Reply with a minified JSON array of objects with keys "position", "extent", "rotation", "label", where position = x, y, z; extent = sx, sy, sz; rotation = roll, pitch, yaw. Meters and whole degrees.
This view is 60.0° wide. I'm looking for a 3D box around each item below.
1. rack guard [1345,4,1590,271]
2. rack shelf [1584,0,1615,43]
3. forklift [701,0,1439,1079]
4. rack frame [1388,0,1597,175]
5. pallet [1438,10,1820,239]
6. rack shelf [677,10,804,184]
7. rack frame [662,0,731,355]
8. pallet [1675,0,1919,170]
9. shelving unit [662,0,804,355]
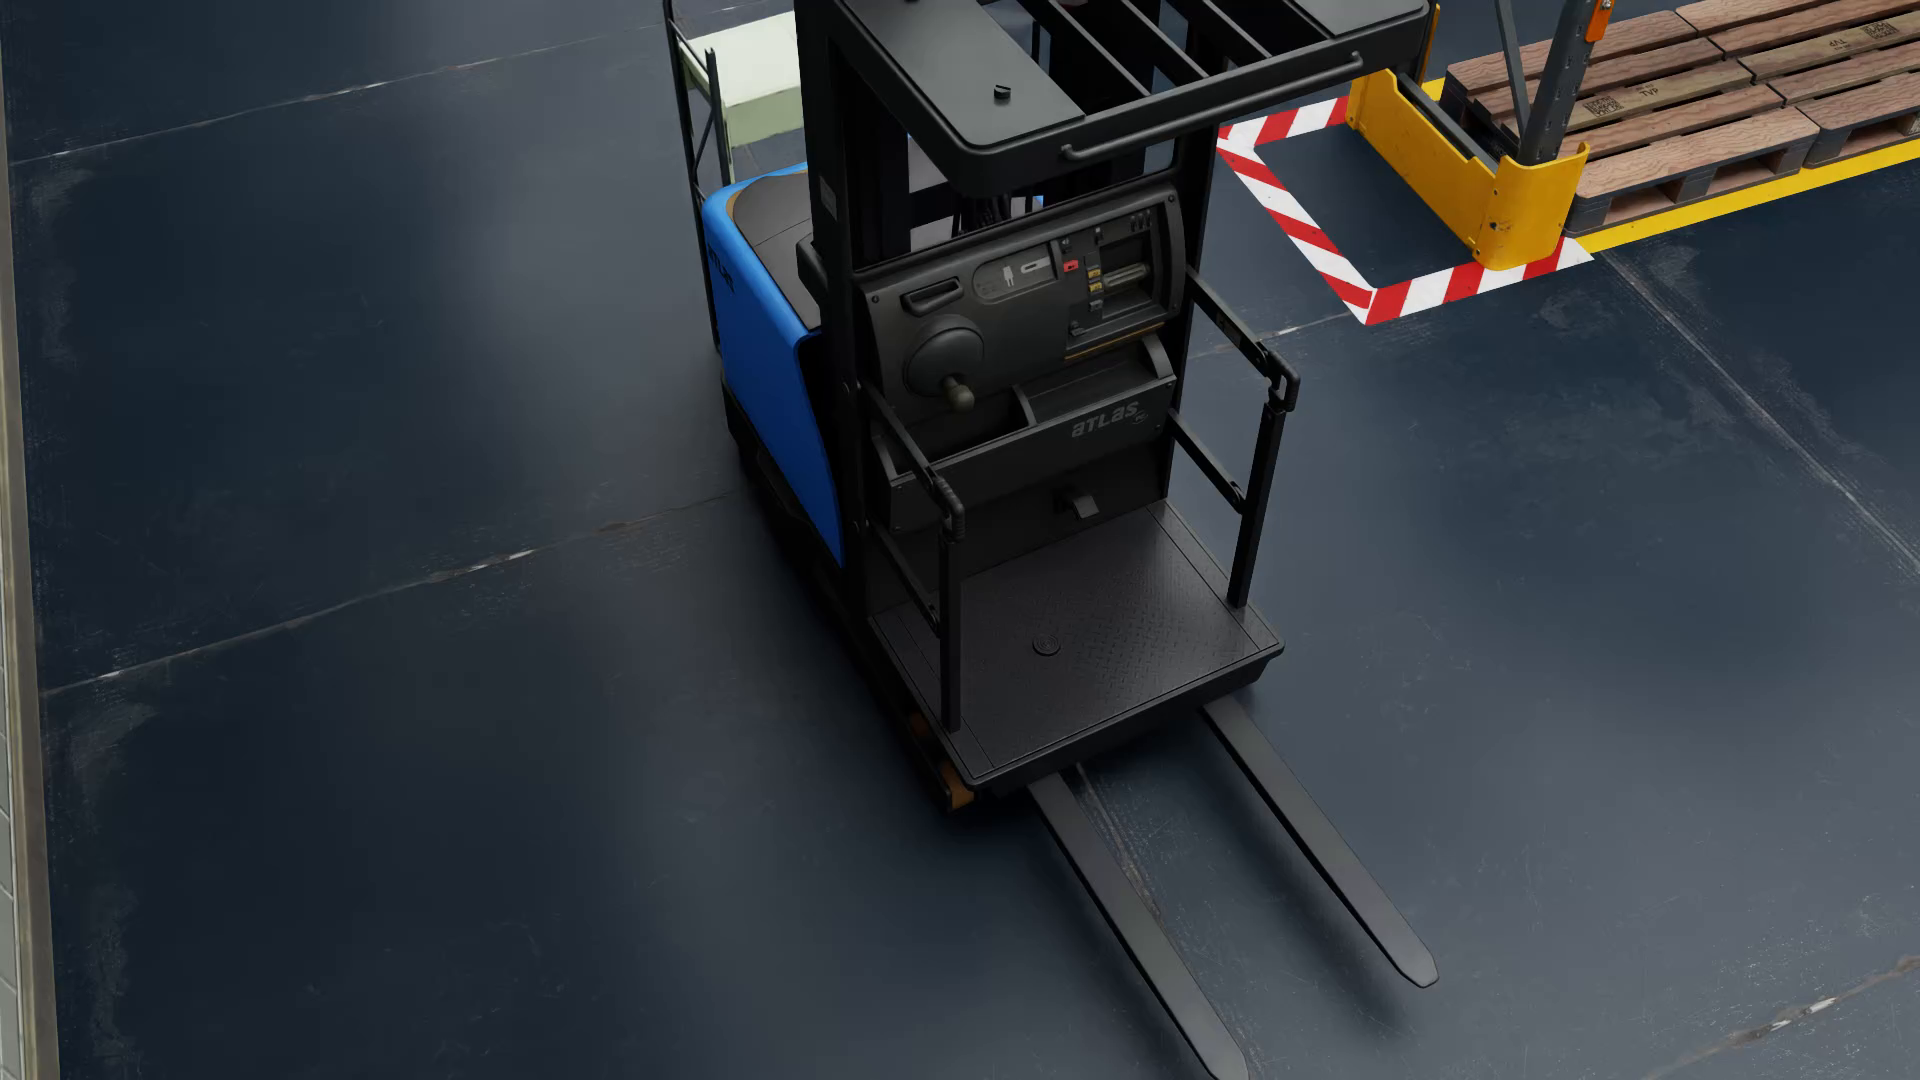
[{"position":[2.060,-1.687,6.870],"extent":[0.348,0.500,1.175],"rotation":[-17,52,-14],"label":"rack guard"},{"position":[3.929,-2.857,6.701],"extent":[4.000,0.370,1.077],"rotation":[-17,52,-14],"label":"rack shelf"},{"position":[0.288,-0.536,4.278],"extent":[1.130,2.935,3.031],"rotation":[-22,53,-18],"label":"forklift"},{"position":[2.078,-2.518,5.935],"extent":[0.127,3.000,1.000],"rotation":[-17,52,-14],"label":"rack frame"},{"position":[2.856,-1.819,7.173],"extent":[1.213,0.211,1.003],"rotation":[-17,52,-14],"label":"pallet"},{"position":[-0.523,-1.507,5.541],"extent":[0.720,0.370,0.431],"rotation":[-22,53,-18],"label":"rack shelf"},{"position":[-0.846,-1.122,5.724],"extent":[0.023,1.500,0.400],"rotation":[-22,53,-18],"label":"rack frame"},{"position":[3.983,-2.166,7.471],"extent":[1.213,0.211,1.003],"rotation":[-17,52,-14],"label":"pallet"},{"position":[-0.523,-1.253,5.837],"extent":[0.755,1.500,0.431],"rotation":[-22,53,-18],"label":"shelving unit"}]
